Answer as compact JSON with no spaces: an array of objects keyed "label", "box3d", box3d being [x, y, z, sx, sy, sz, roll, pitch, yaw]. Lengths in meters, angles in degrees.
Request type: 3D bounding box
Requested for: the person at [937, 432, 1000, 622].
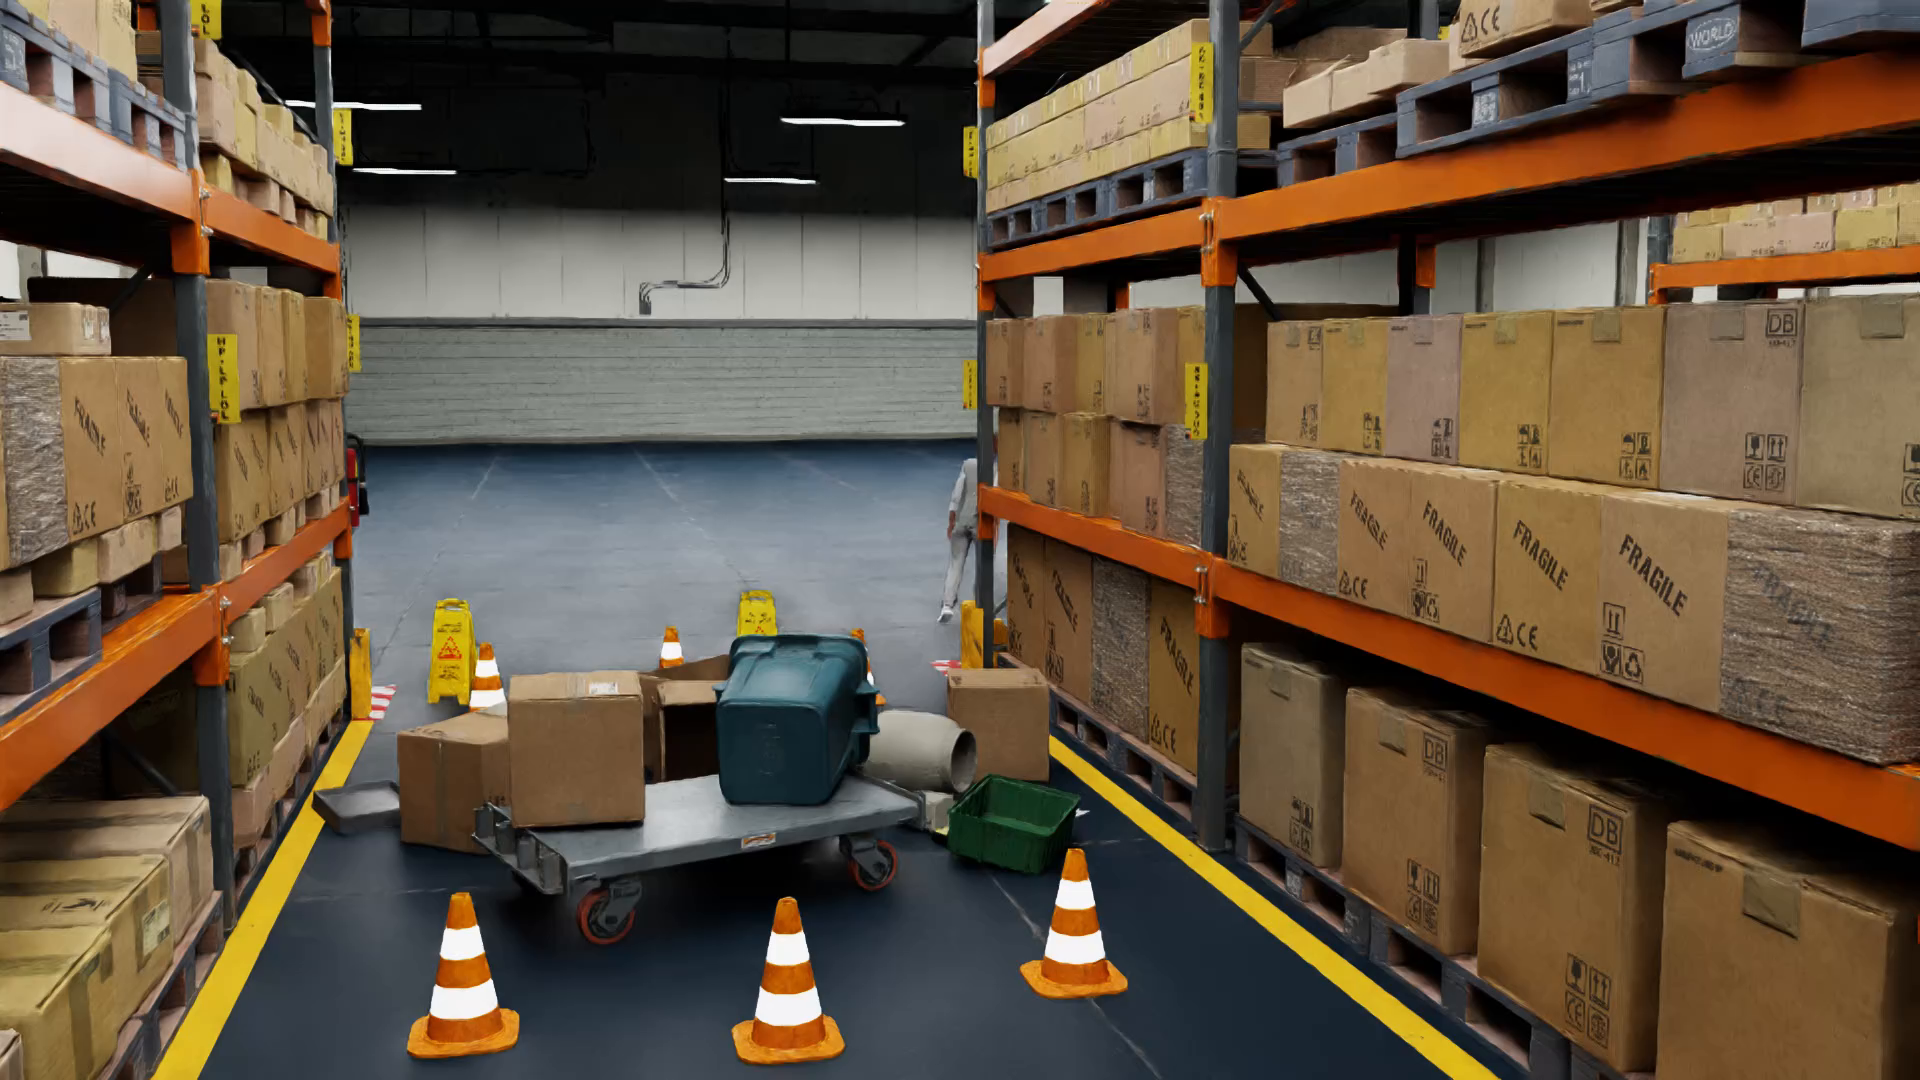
[{"label":"person","box3d":[0.103,-0.090,13.256,0.504,1.541,0.920,3,7,24]}]
